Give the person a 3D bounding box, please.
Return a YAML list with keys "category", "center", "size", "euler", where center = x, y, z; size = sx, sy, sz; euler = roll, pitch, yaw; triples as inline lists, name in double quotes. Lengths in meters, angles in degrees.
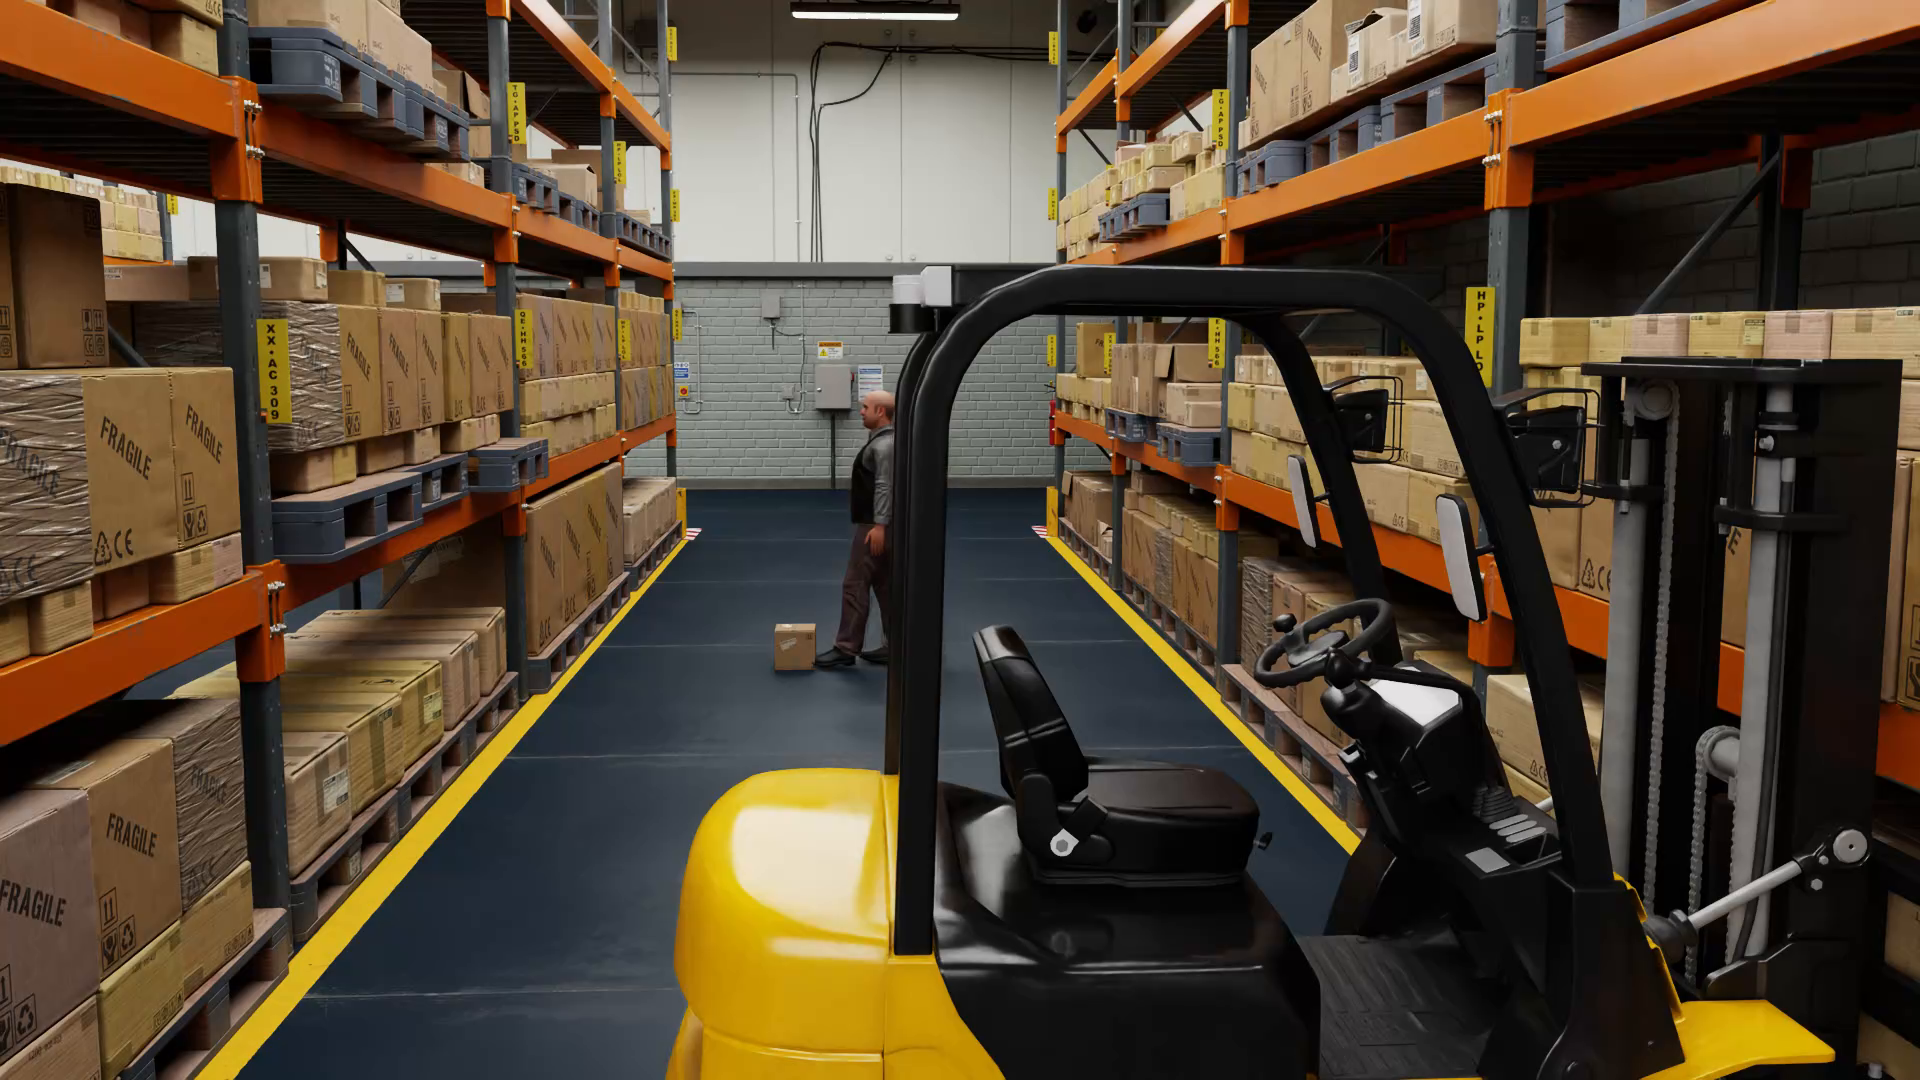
- category: "person"
  center: [-0.623, -0.077, 10.423]
  size: [0.623, 1.720, 0.565]
  euler: [1, 7, 5]
